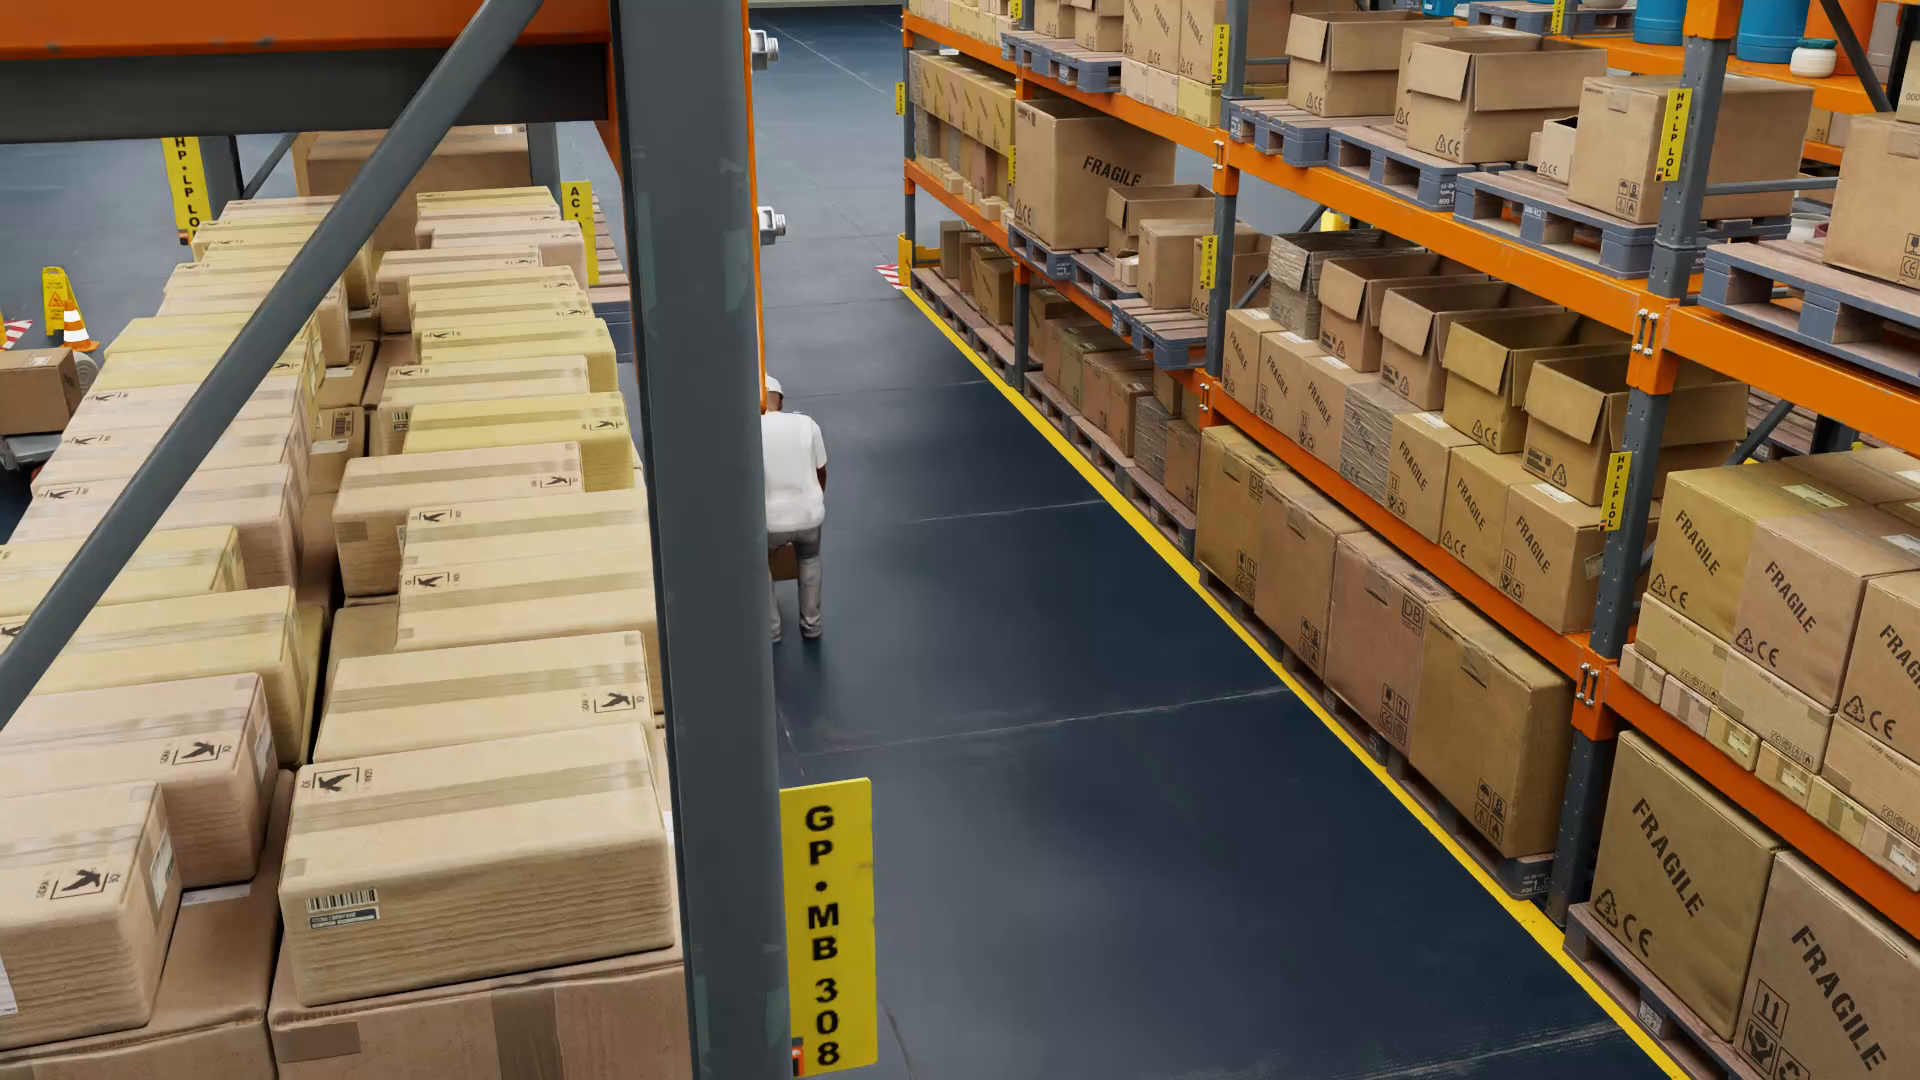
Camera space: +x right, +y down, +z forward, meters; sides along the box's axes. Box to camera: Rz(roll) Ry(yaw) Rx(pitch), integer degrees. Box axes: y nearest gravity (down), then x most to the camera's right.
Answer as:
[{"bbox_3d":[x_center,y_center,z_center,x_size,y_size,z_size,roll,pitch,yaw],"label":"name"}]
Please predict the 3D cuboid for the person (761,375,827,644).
[{"bbox_3d":[-1.072,-0.163,9.742,0.625,1.543,0.666,-6,24,-14],"label":"person"}]
